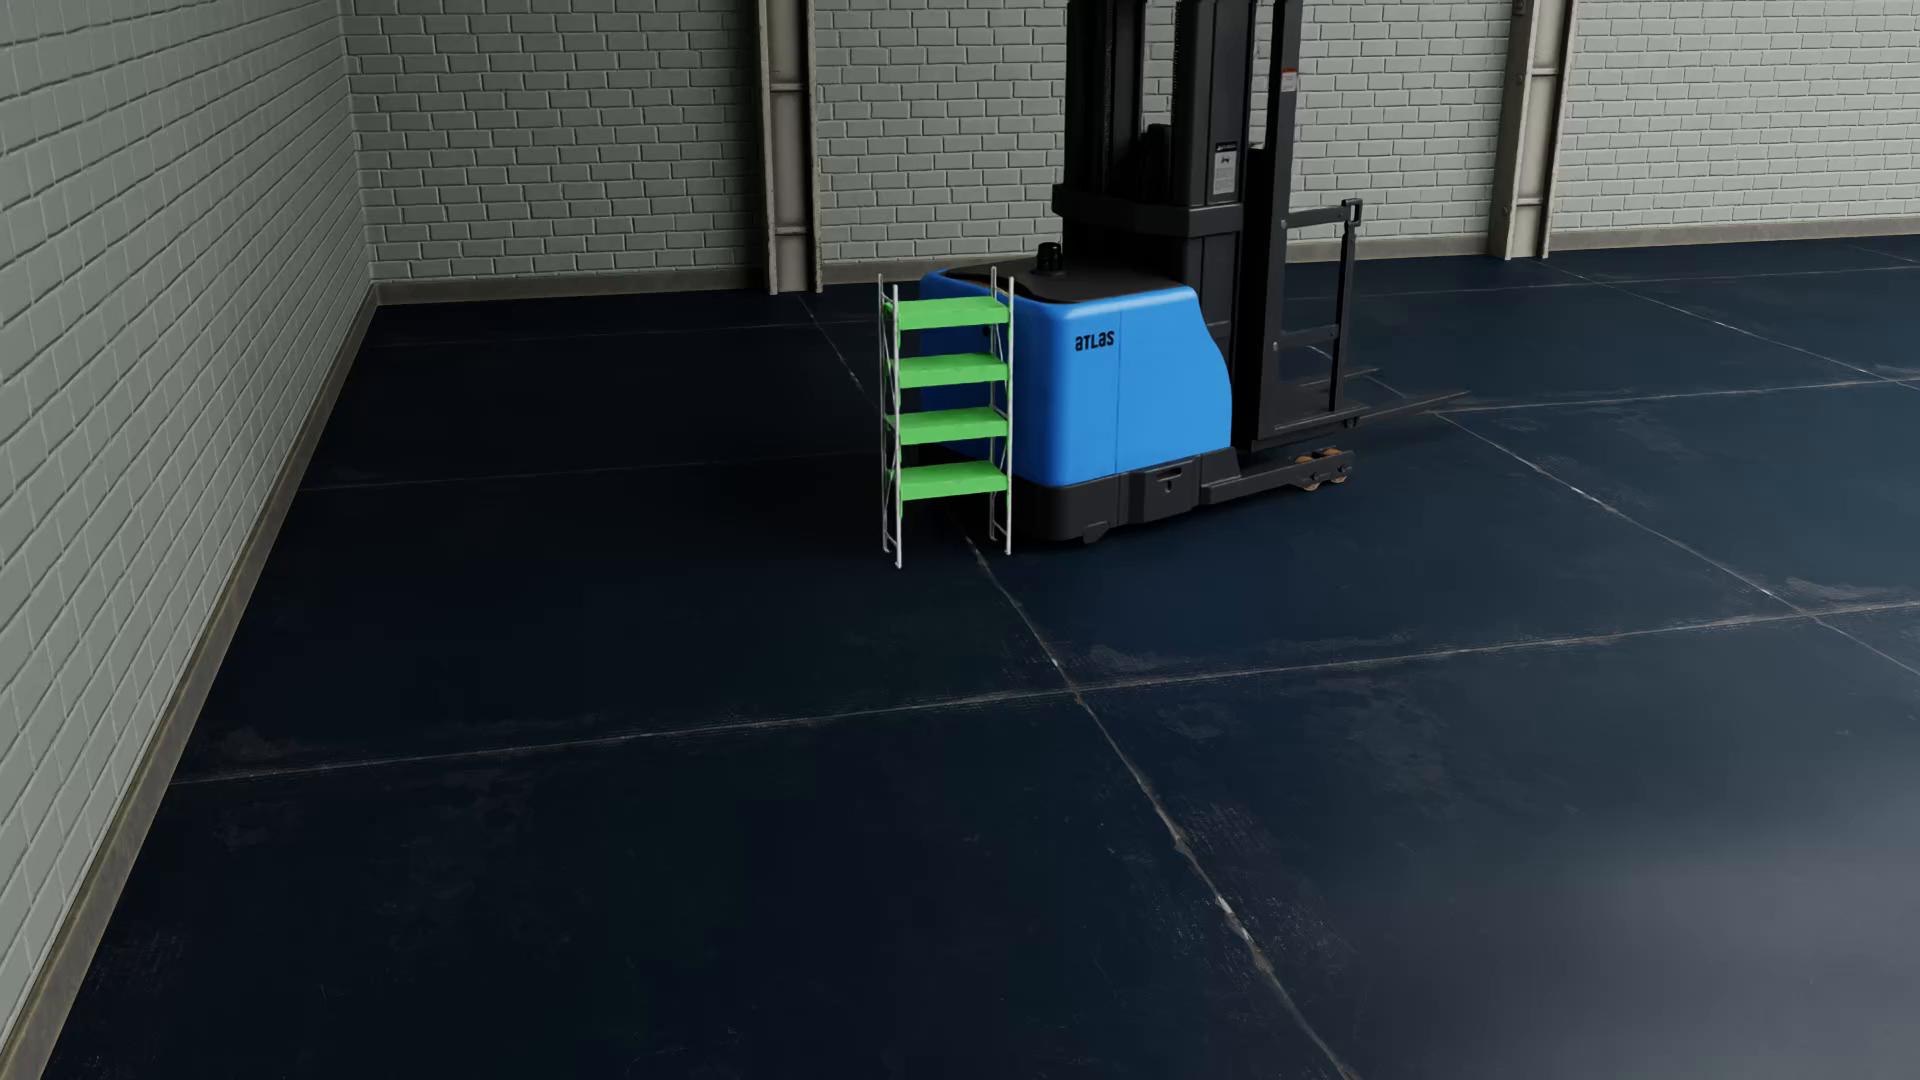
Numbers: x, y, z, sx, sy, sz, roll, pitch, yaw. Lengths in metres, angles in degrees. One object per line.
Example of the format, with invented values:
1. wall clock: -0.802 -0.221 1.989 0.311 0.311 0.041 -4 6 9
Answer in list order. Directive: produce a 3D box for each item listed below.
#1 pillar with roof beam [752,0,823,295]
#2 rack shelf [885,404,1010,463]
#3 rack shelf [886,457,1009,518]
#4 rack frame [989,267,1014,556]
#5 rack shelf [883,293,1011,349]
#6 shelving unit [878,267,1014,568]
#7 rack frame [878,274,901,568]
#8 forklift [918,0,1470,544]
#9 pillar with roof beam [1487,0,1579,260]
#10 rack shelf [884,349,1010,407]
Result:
1. pillar with roof beam: -0.255 -4.657 6.946 0.400 9.000 9.100 -5 21 -12
2. rack shelf: -0.059 -0.451 6.987 0.480 0.148 0.258 -6 21 -17
3. rack shelf: -0.059 -0.226 7.070 0.480 0.148 0.258 -6 21 -17
4. rack frame: 0.174 -0.537 7.036 0.015 1.200 0.240 -6 21 -17
5. rack shelf: -0.059 -0.902 6.822 0.480 0.148 0.258 -6 21 -17
6. shelving unit: -0.059 -0.511 6.965 0.503 1.200 0.258 -6 21 -17
7. rack frame: -0.291 -0.485 6.895 0.015 1.200 0.240 -6 21 -17
8. forklift: 1.291 -1.742 7.809 3.031 2.935 1.130 -14 24 -34
9. pillar with roof beam: 5.584 -5.132 8.243 0.400 9.000 9.100 -5 21 -12
10. rack shelf: -0.059 -0.676 6.905 0.480 0.148 0.258 -6 21 -17
